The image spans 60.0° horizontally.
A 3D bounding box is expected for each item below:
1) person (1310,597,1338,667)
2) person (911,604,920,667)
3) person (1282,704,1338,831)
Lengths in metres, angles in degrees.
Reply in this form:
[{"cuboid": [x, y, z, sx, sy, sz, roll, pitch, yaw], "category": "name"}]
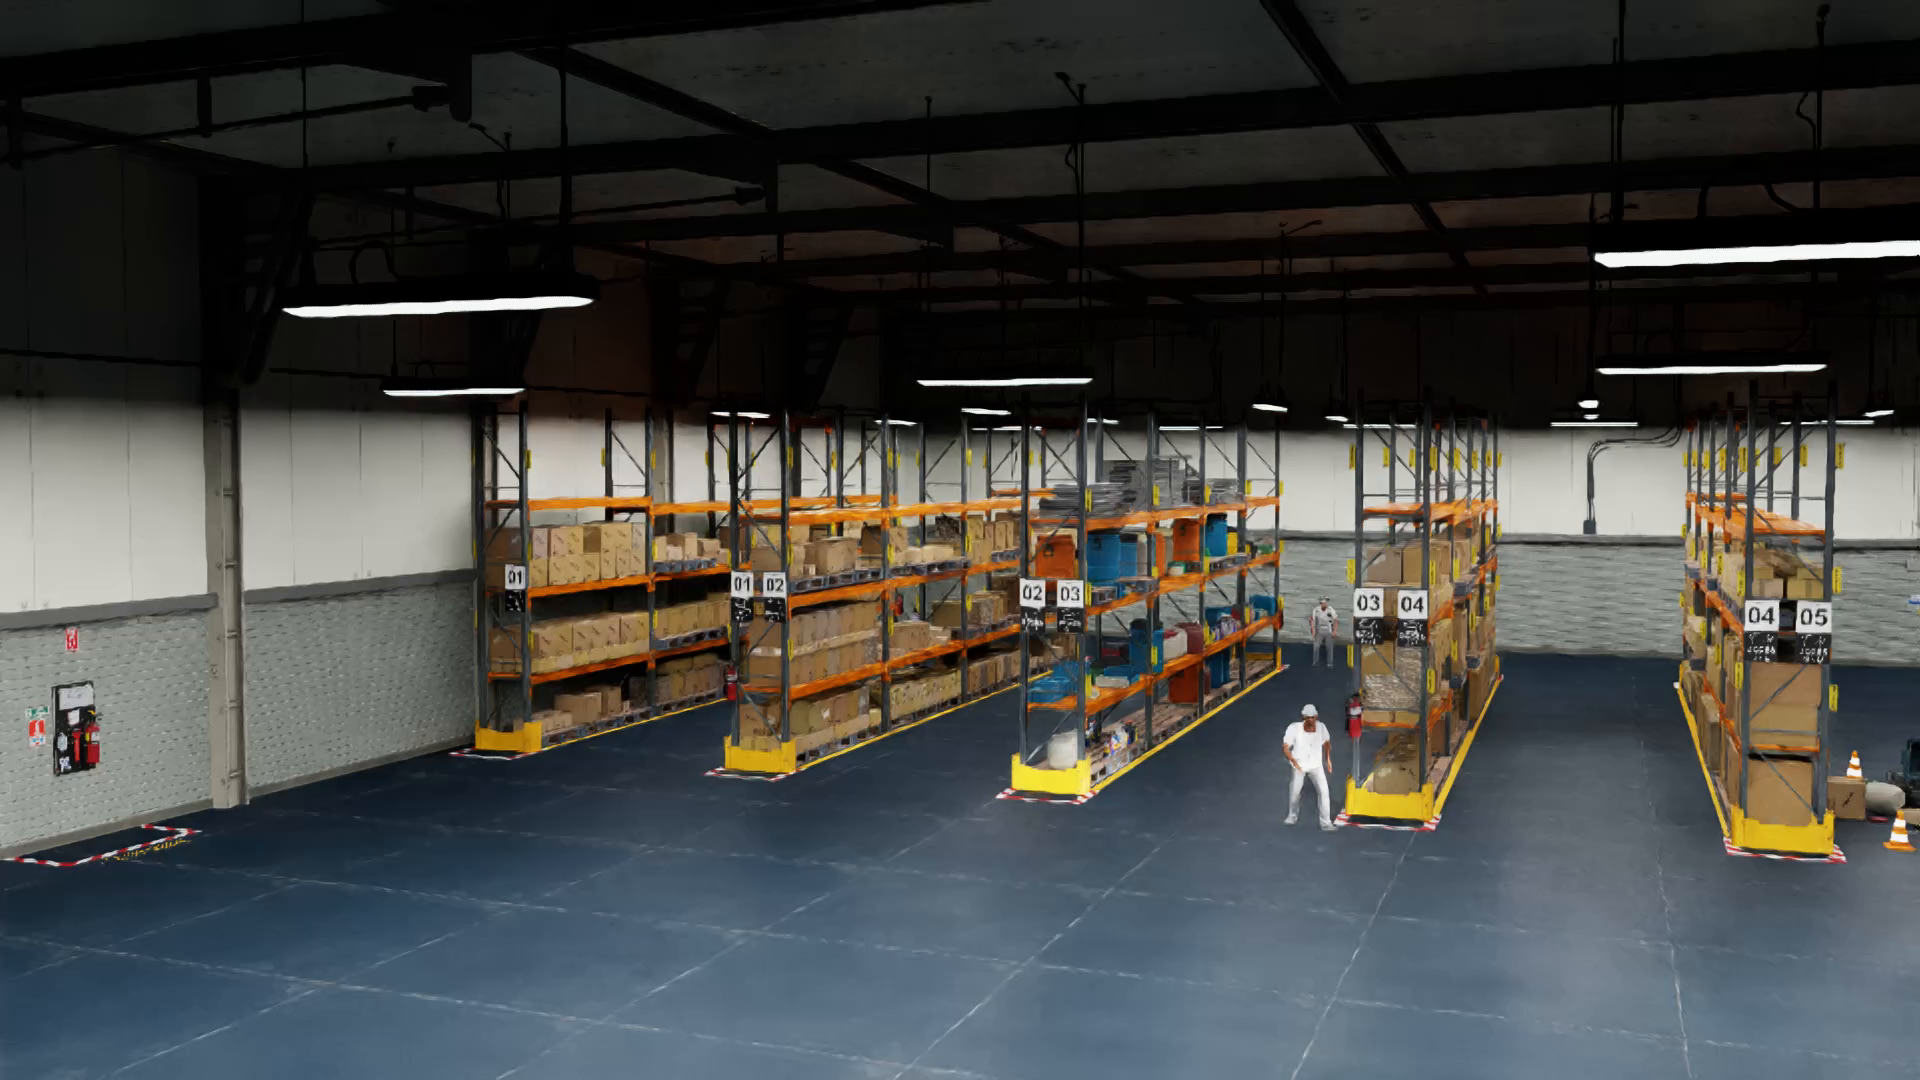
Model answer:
[{"cuboid": [8.770, 2.201, 40.088, 0.682, 1.715, 0.527, 1, 3, 19], "category": "person"}, {"cuboid": [-0.995, 2.335, 38.492, 0.384, 1.717, 0.559, 0, 3, -8], "category": "person"}, {"cuboid": [4.709, 3.046, 22.521, 0.714, 1.697, 0.823, 0, 3, 4], "category": "person"}]
